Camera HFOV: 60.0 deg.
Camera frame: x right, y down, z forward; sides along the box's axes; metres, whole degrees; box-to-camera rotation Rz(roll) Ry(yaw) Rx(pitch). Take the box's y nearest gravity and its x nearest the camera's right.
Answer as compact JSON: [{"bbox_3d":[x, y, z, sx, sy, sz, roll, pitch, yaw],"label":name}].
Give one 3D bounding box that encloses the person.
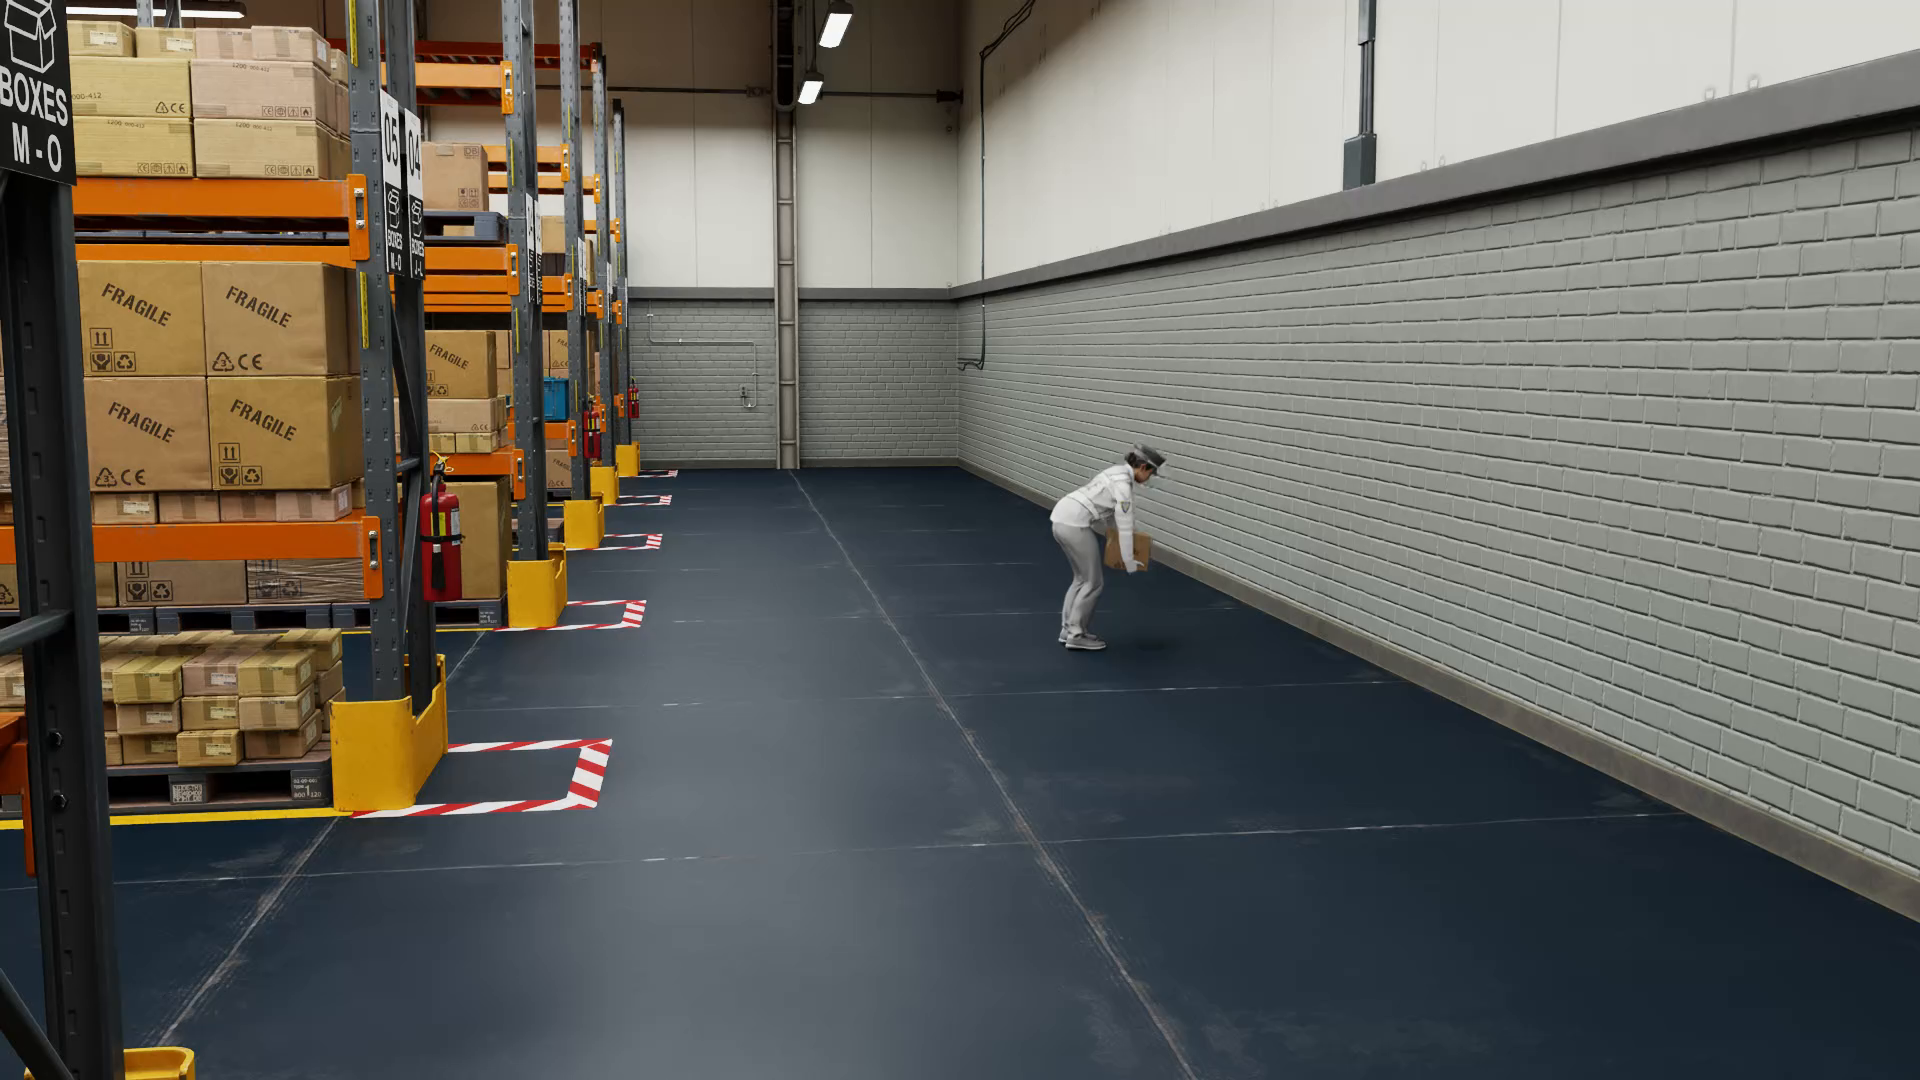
[{"bbox_3d":[1.036,0.036,11.591,0.814,1.427,0.408,-1,7,-10],"label":"person"}]
